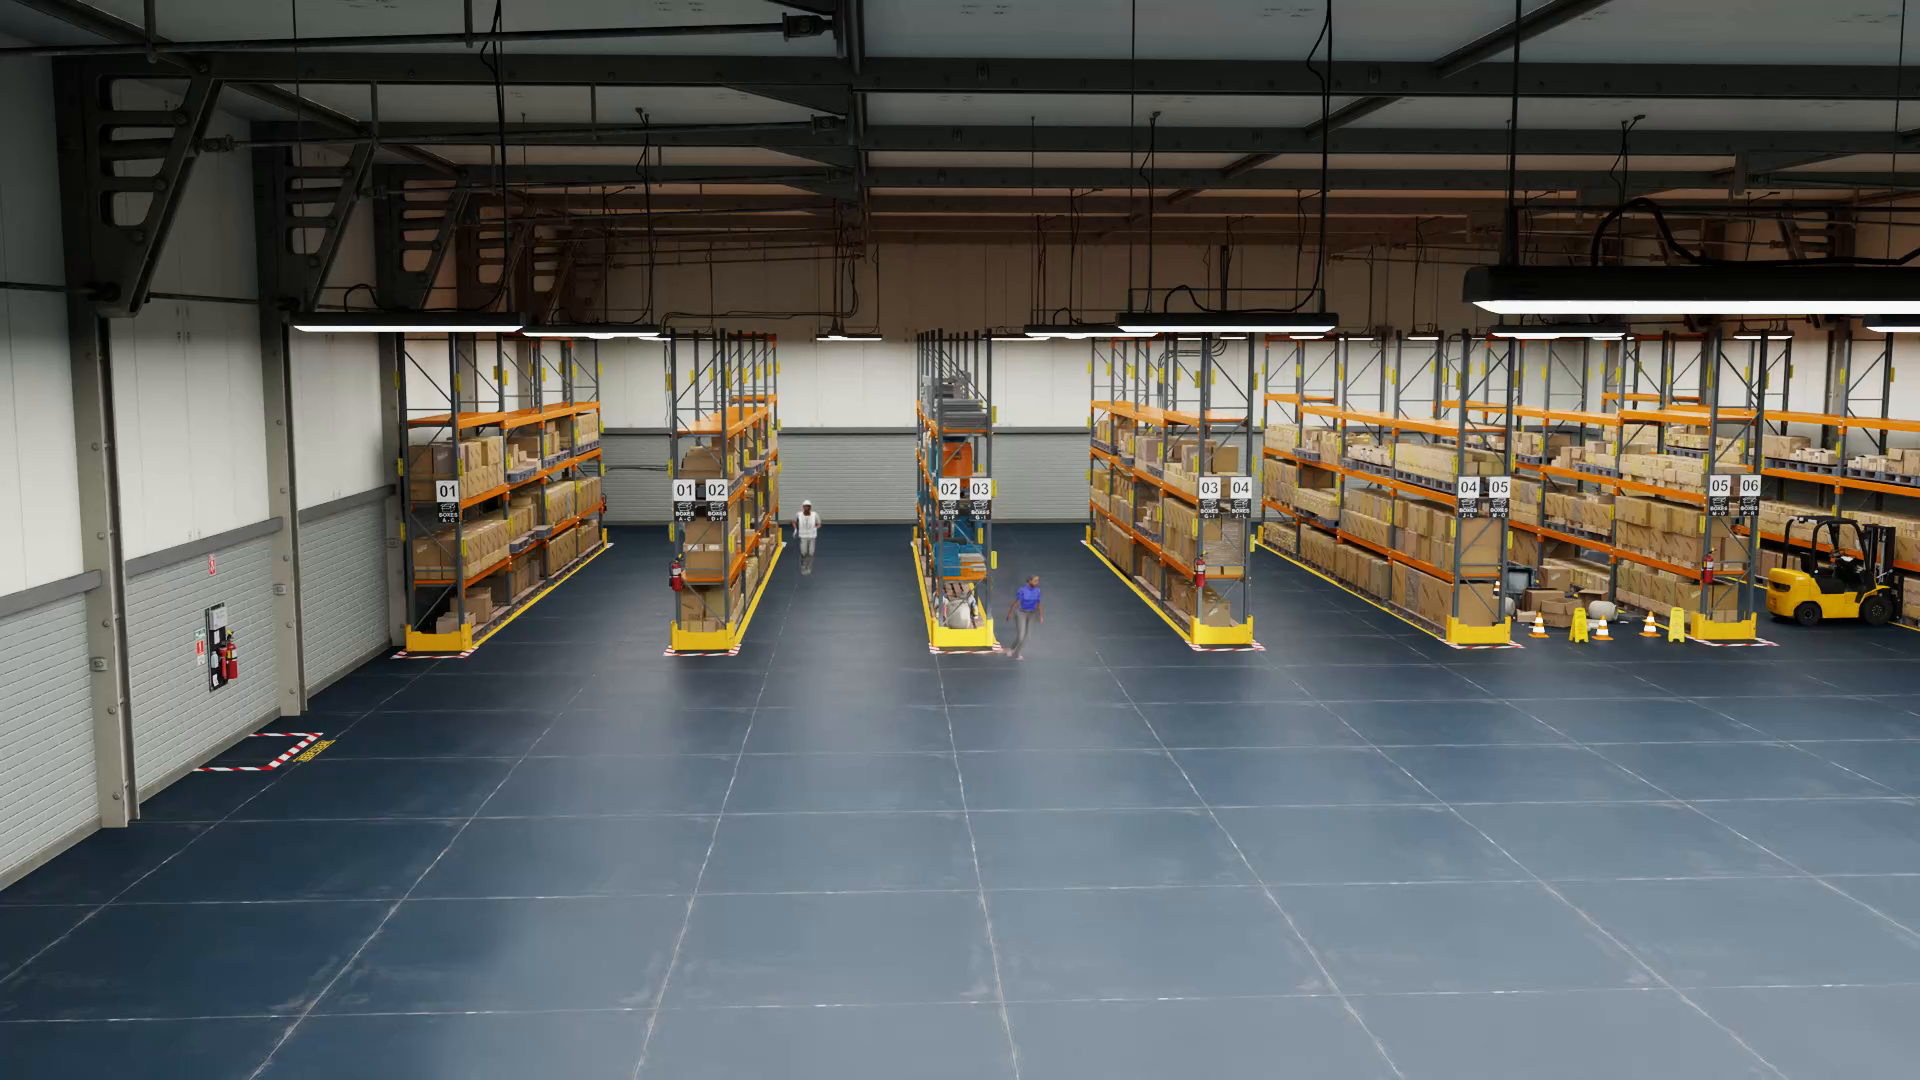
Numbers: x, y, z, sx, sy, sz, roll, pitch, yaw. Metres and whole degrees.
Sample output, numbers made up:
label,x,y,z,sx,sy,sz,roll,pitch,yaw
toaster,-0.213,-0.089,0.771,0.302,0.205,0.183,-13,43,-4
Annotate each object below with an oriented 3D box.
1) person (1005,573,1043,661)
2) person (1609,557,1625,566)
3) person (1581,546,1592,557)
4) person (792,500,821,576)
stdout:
label,x,y,z,sx,sy,sz,roll,pitch,yaw
person,1.157,1.397,30.097,0.609,1.635,0.545,-4,8,-33
person,16.108,0.146,40.505,0.568,1.649,0.809,-2,7,-14
person,16.594,-0.328,44.563,0.555,1.628,0.850,-3,7,-24
person,-3.596,-0.038,39.095,0.675,1.785,0.636,-1,7,-8
